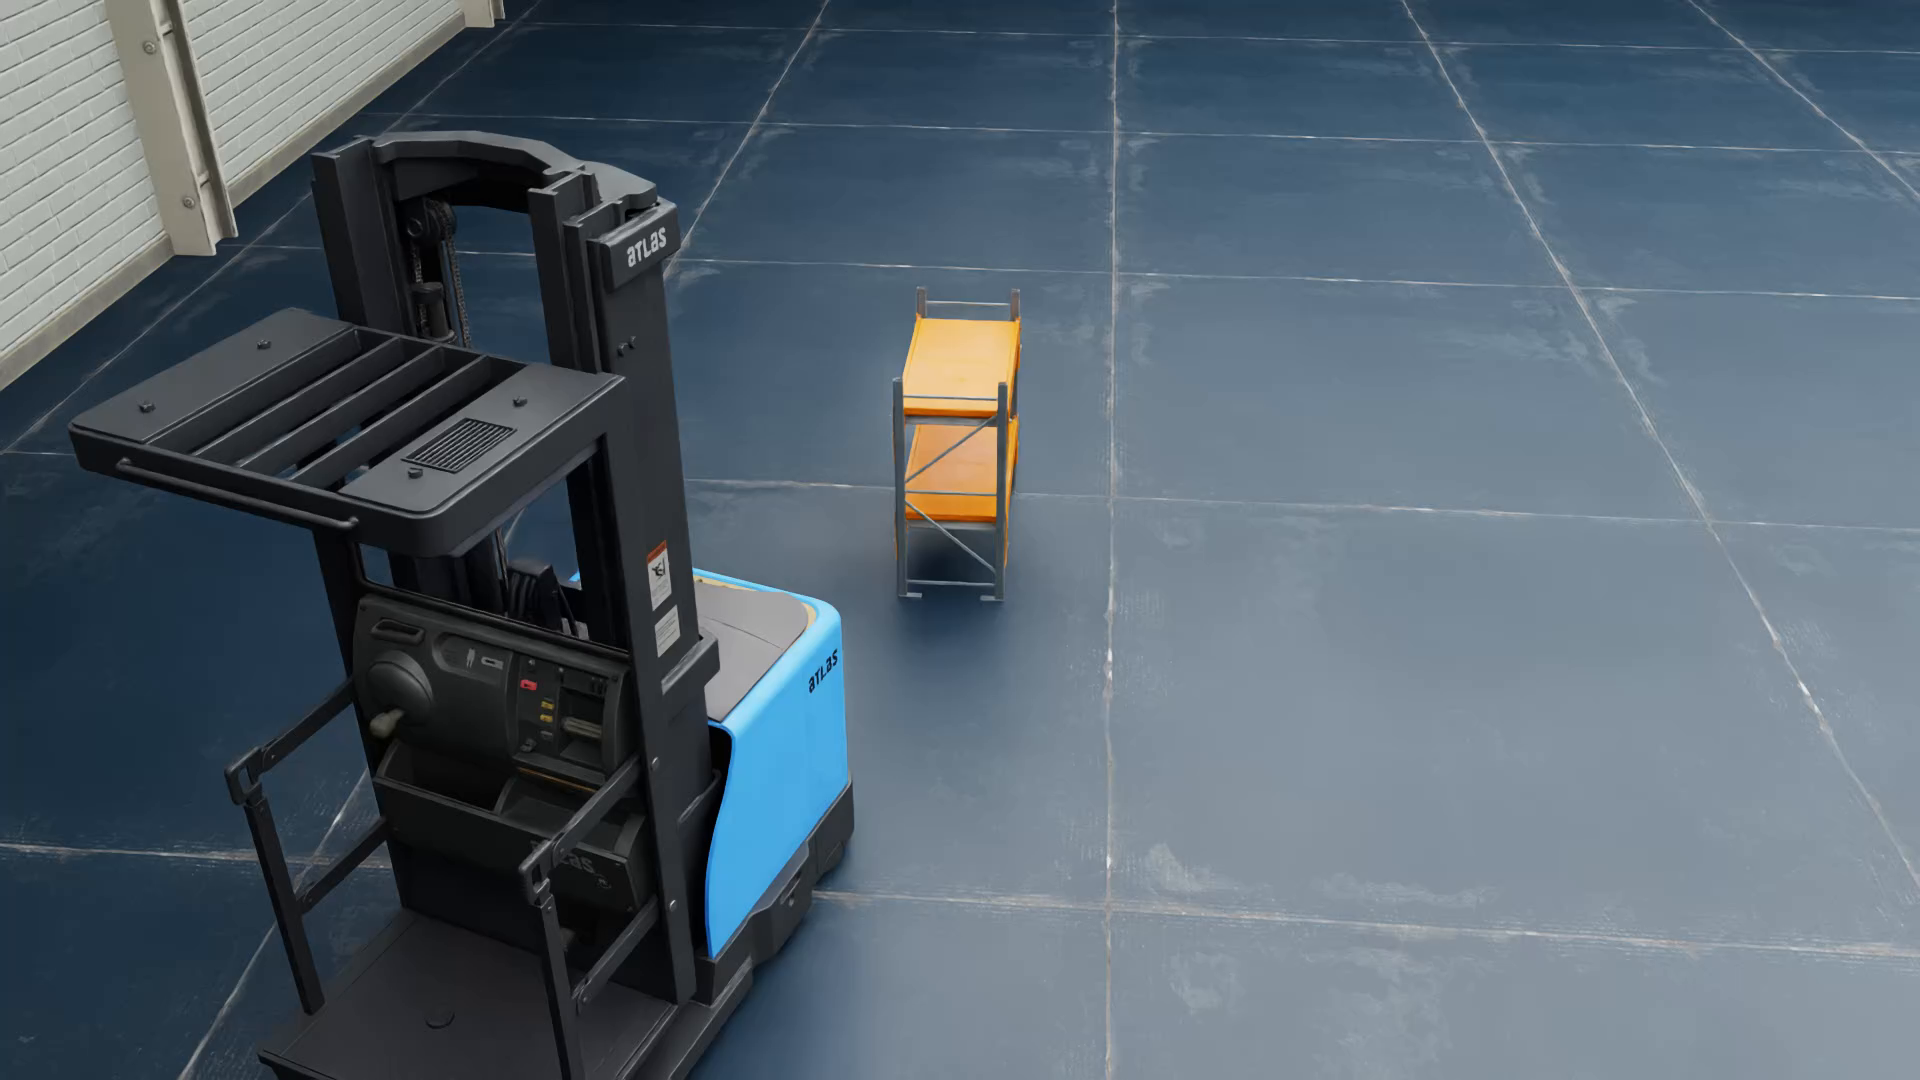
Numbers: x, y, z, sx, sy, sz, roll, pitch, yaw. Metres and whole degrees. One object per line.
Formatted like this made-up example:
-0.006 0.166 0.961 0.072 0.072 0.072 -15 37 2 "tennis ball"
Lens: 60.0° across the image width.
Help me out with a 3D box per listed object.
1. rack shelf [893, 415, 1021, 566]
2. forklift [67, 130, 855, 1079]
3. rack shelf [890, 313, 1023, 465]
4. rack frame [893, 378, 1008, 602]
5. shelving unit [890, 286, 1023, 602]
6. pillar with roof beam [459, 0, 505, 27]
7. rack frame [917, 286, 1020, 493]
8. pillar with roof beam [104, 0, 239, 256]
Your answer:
-0.001 -0.267 8.077 0.538 0.278 1.000 2 32 4 "rack shelf"
-1.457 0.497 4.650 1.130 2.935 3.031 13 34 20 "forklift"
-0.001 -0.725 7.796 0.538 0.278 1.000 2 32 4 "rack shelf"
-0.042 -0.210 7.518 0.500 1.125 0.032 2 32 4 "rack frame"
-0.001 -0.475 7.949 0.538 1.125 1.048 2 32 4 "shelving unit"
-0.485 -8.845 14.026 9.100 9.000 0.400 2 32 4 "pillar with roof beam"
0.041 -0.741 8.380 0.500 1.125 0.032 2 32 4 "rack frame"
-0.973 -5.708 8.935 9.100 9.000 0.400 2 32 4 "pillar with roof beam"
